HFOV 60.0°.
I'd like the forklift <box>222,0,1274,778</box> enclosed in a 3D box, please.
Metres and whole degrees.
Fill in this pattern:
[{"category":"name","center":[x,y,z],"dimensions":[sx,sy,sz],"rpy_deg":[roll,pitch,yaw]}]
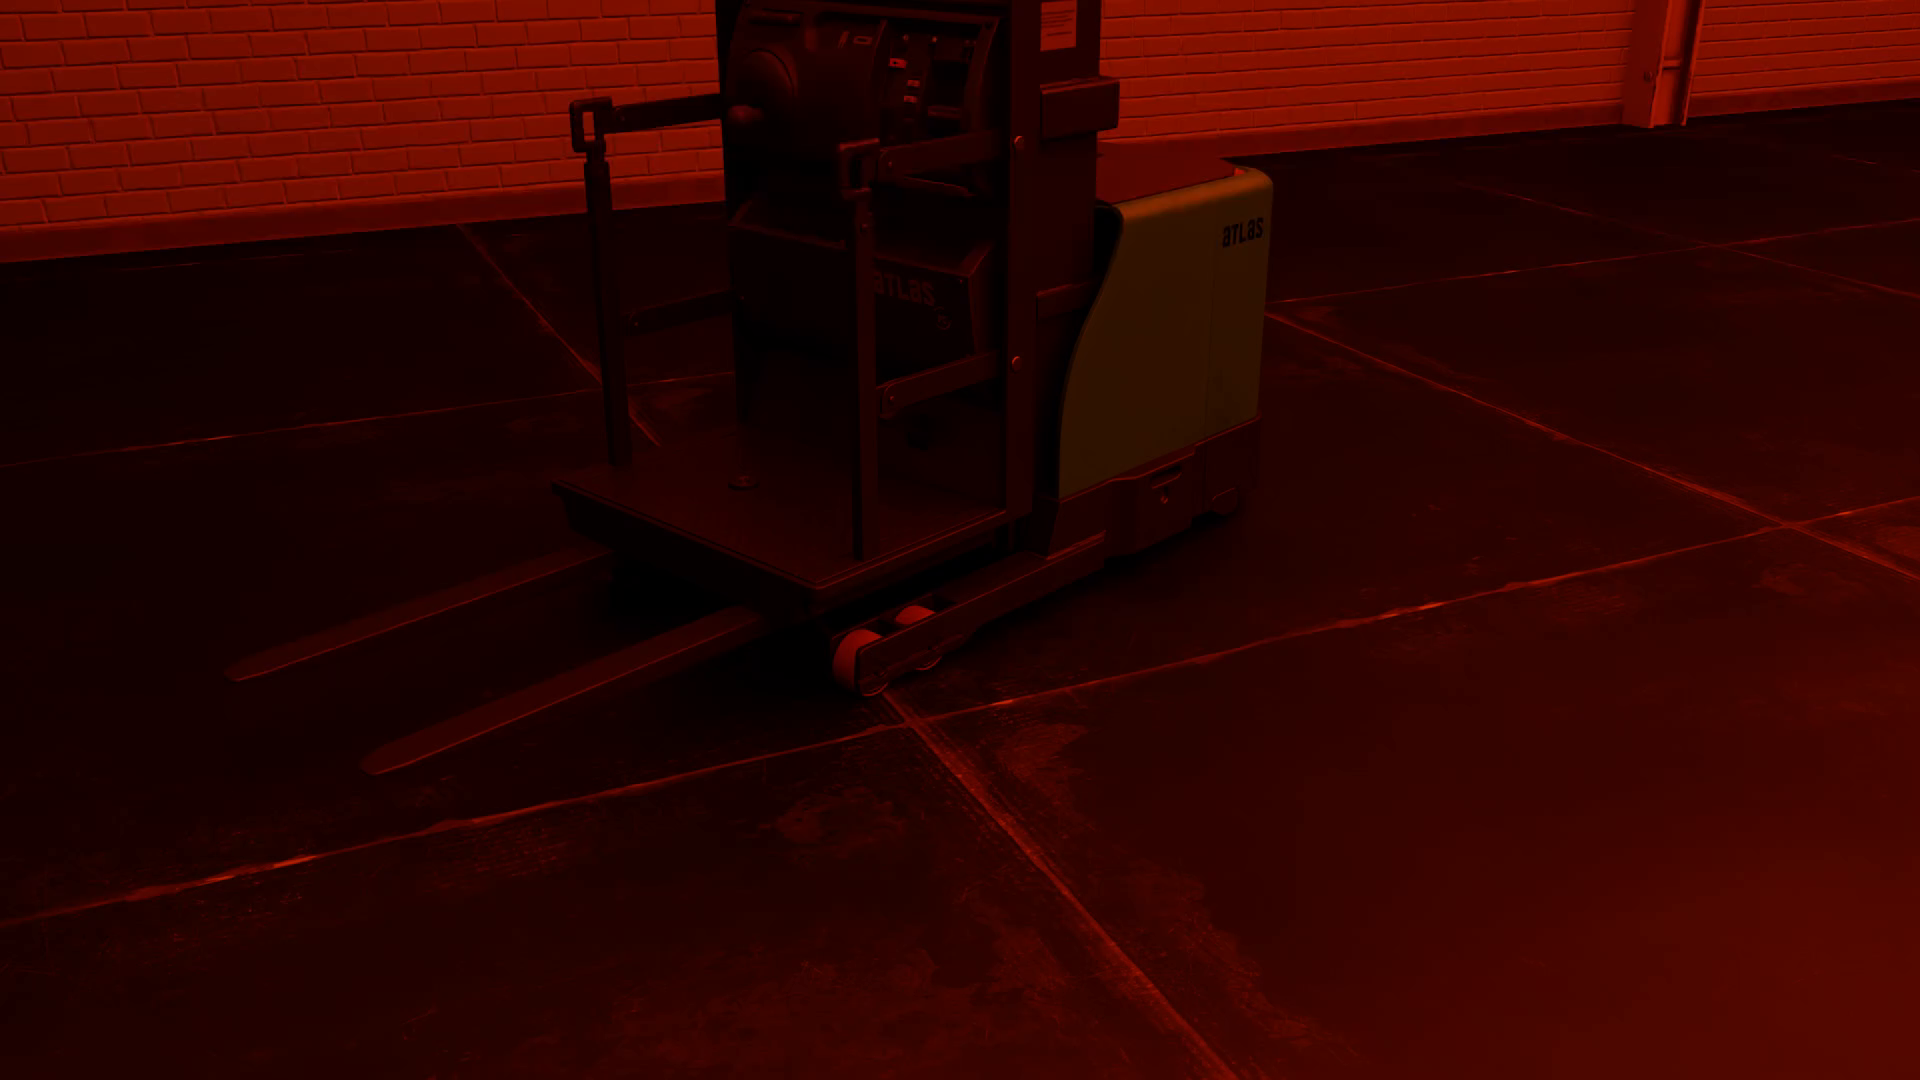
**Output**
[{"category":"forklift","center":[-0.413,-1.182,4.131],"dimensions":[1.130,2.935,3.031],"rpy_deg":[19,29,39]}]
